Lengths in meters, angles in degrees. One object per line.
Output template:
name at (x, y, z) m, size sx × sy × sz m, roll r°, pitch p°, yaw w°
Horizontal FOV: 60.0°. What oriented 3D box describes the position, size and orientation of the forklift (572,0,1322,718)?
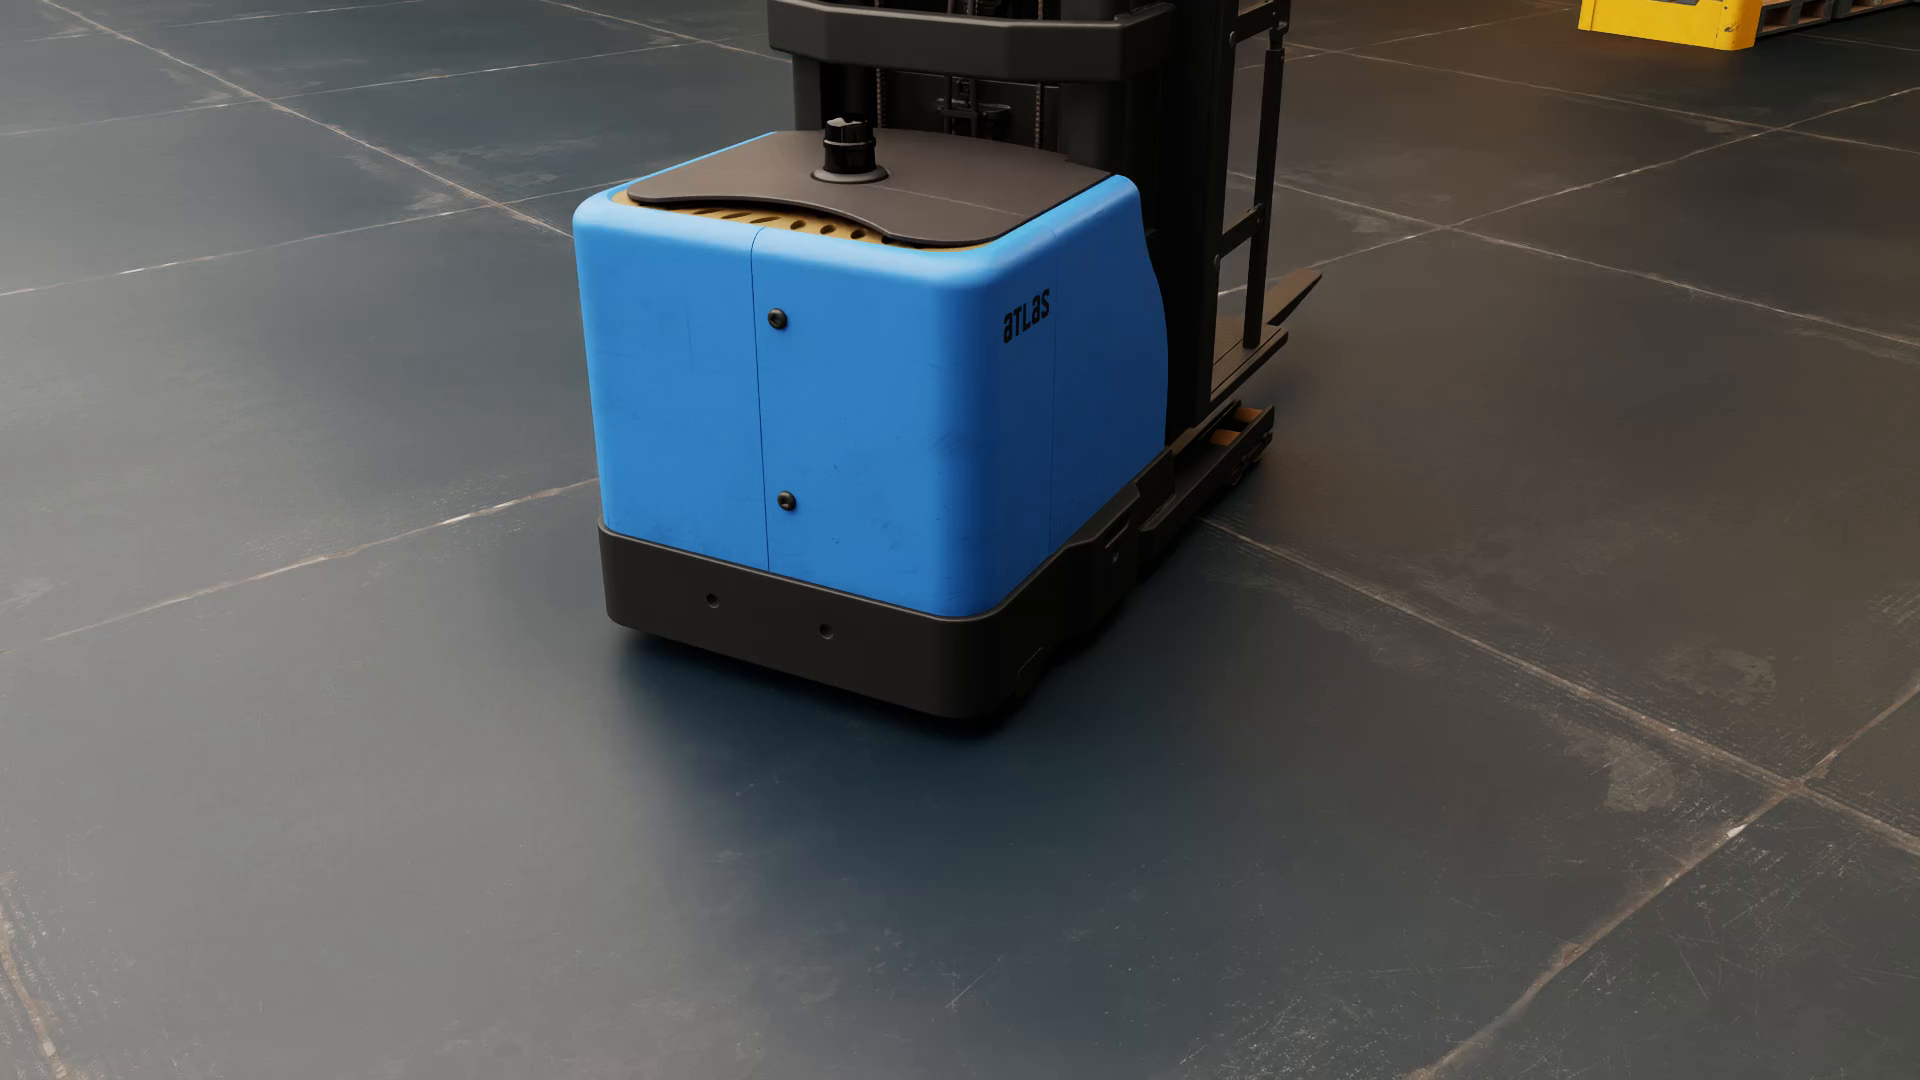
forklift at (0.285, -1.552, 4.331) m, size 1.130 × 2.935 × 3.031 m, roll 13°, pitch 29°, yaw 25°
